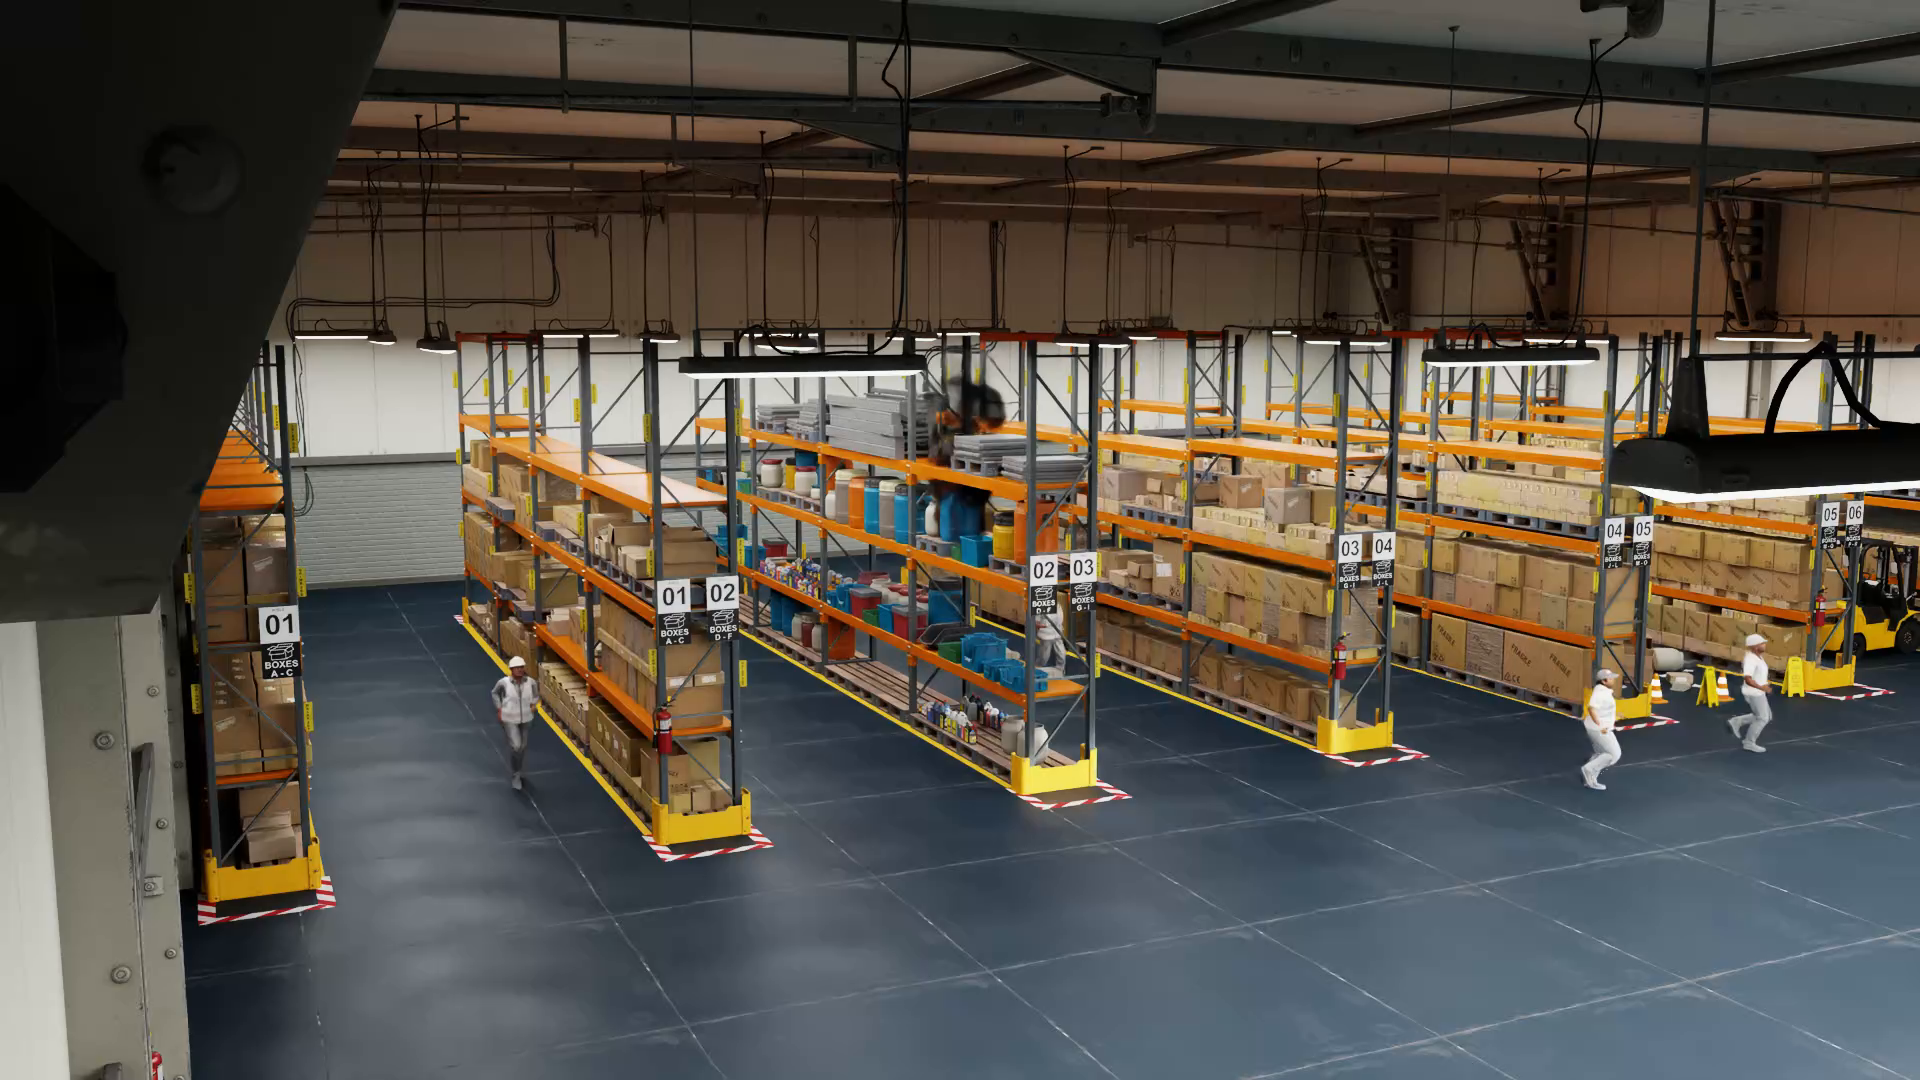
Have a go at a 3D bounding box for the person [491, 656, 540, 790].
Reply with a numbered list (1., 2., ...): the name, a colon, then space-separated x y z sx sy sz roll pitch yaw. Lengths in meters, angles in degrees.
1. person: -5.980 2.452 22.497 0.579 1.810 0.864 -5 9 -34

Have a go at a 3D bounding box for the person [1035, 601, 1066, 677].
1. person: 1.511 1.674 27.954 0.672 1.819 0.893 -5 9 -33

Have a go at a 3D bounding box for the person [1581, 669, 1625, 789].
1. person: 8.631 2.533 22.303 0.561 1.636 0.592 2 8 15

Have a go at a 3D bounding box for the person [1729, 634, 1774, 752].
1. person: 11.560 2.224 24.264 0.588 1.723 0.703 4 9 27
